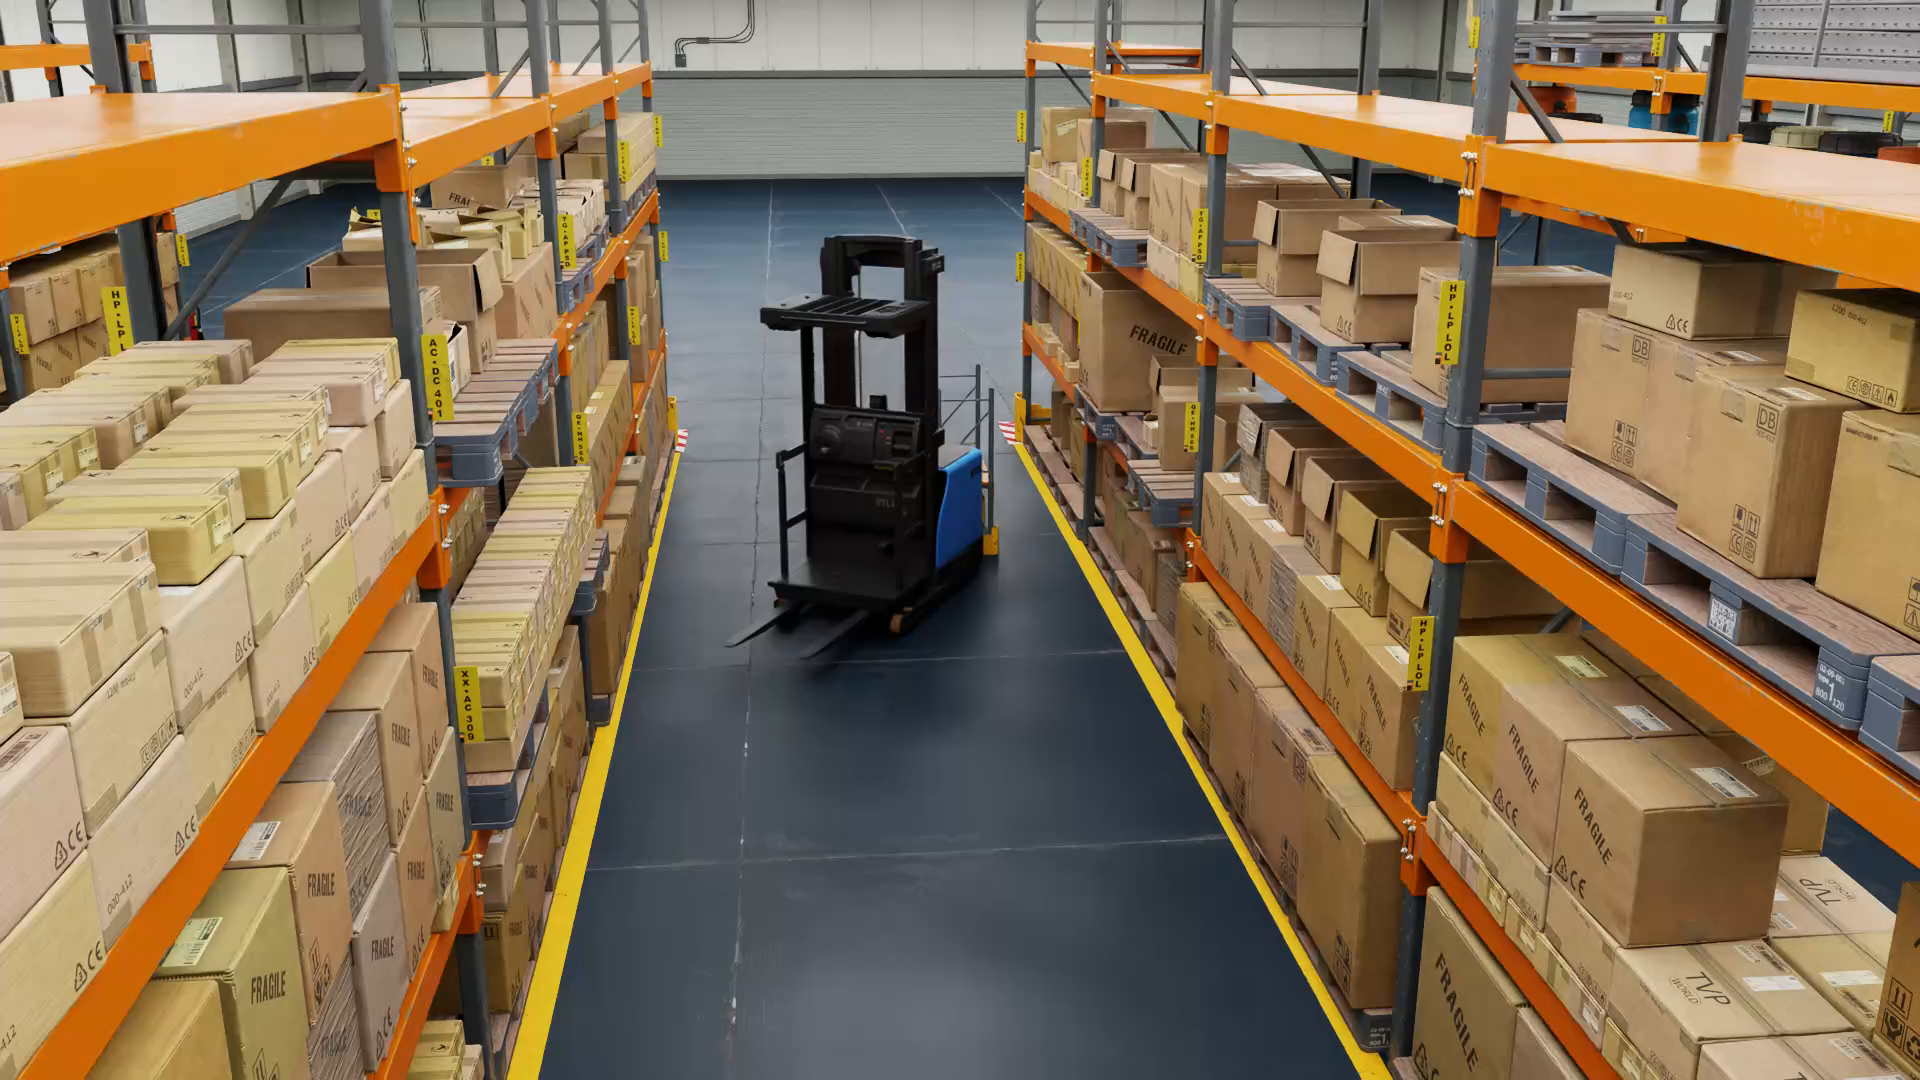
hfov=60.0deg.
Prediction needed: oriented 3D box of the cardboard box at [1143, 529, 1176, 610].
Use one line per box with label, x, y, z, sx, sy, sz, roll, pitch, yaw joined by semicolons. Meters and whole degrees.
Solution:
cardboard box;1.806;0.224;12.894;0.700;0.500;0.500;0;17;-1

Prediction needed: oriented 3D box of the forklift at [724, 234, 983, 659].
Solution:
forklift;-0.825;-0.805;12.847;1.130;2.935;3.031;7;19;21

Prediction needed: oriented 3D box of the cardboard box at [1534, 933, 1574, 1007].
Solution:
cardboard box;2.253;1.495;5.826;0.380;0.149;0.250;-2;18;-6

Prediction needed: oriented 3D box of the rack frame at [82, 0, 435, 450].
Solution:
rack frame;-2.501;-1.773;5.802;1.000;3.000;0.127;-2;18;-6

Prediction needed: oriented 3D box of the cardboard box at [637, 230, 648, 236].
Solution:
cardboard box;-3.739;-2.961;17.548;0.875;0.550;0.550;-2;18;-6

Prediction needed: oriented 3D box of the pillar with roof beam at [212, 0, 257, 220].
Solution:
pillar with roof beam;-12.607;-12.059;38.565;9.100;9.000;0.400;-2;18;-6

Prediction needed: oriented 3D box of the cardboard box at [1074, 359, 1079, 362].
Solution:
cardboard box;1.290;-1.653;15.855;0.380;0.149;0.250;-2;18;-6

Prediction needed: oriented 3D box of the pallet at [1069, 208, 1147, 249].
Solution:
pallet;1.576;-2.572;13.667;1.213;0.211;1.003;-2;18;-6

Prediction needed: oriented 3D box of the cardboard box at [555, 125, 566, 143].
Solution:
cardboard box;-3.810;-3.709;15.197;0.380;0.149;0.250;-2;18;-6

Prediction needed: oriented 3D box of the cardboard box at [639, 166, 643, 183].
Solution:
cardboard box;-3.182;-3.426;15.625;0.380;0.149;0.250;-2;17;-5

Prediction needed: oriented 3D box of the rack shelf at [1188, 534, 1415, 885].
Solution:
rack shelf;2.237;0.713;9.099;1.077;0.370;4.000;-2;18;-6

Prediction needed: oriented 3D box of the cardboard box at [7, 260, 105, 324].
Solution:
cardboard box;-8.125;-2.219;14.905;0.700;0.500;0.500;-2;18;-7

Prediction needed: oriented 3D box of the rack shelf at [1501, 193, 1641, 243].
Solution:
rack shelf;6.338;-3.254;16.729;1.077;0.370;4.000;-2;18;-6

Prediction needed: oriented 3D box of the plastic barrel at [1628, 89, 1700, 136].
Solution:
plastic barrel;6.548;-3.741;15.540;0.600;0.901;0.708;-2;18;-6

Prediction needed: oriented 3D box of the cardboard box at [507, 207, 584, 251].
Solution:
cardboard box;-2.821;-2.082;11.176;0.500;0.250;0.500;-1;17;-4

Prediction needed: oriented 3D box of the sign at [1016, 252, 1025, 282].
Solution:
sign;0.666;-3.006;18.298;0.100;0.325;0.005;-2;18;-6

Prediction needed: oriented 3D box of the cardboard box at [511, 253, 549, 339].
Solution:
cardboard box;-2.537;-1.271;9.042;0.500;0.500;0.500;-2;18;-6

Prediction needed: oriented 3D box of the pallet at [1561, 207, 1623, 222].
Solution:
pallet;6.373;-3.124;15.426;1.213;0.211;1.003;-2;18;-6

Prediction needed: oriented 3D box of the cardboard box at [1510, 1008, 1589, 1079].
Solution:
cardboard box;2.524;2.246;5.860;0.875;0.875;0.875;-2;18;-6

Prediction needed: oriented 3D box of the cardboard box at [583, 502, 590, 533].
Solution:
cardboard box;-2.380;-0.113;9.750;0.380;0.149;0.250;-1;17;-4

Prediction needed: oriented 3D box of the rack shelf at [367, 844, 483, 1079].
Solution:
rack shelf;-2.295;2.028;4.910;1.077;0.370;4.000;-2;18;-6

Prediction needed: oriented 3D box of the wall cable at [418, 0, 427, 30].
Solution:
wall cable;-13.805;-15.644;46.736;3.097;2.526;0.112;-2;18;-6

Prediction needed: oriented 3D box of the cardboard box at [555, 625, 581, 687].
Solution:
cardboard box;-2.582;0.727;10.073;0.500;0.250;0.500;-2;18;-7

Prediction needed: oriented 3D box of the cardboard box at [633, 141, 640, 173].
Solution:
cardboard box;-3.204;-3.499;15.192;0.500;0.250;0.500;-2;18;-6

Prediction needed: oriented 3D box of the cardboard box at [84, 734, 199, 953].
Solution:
cardboard box;-1.930;0.622;3.429;0.500;0.250;0.500;-1;17;-4

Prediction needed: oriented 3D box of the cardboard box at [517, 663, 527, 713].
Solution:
cardboard box;-2.113;0.658;7.296;0.380;0.149;0.250;-2;18;-7

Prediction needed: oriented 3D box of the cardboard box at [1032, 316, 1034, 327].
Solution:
cardboard box;0.998;-2.397;18.225;0.380;0.149;0.250;-2;18;-6

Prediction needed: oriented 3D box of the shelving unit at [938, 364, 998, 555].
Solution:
shelving unit;-0.008;-0.738;15.025;0.587;1.500;1.083;-2;18;-6

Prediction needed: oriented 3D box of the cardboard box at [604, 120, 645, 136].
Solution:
cardboard box;-3.236;-3.957;15.987;0.380;0.149;0.250;-2;18;-6

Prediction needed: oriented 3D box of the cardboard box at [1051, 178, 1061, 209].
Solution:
cardboard box;1.163;-3.361;16.119;0.500;0.250;0.500;-1;17;-4

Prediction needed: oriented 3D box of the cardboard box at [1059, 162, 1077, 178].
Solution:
cardboard box;1.176;-3.609;16.240;0.380;0.149;0.250;-2;18;-6

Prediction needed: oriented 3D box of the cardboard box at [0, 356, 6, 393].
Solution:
cardboard box;-7.963;-1.371;13.171;0.500;0.500;0.500;-2;18;-7

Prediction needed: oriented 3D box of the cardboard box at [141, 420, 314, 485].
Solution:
cardboard box;-2.038;-0.230;4.644;0.380;0.149;0.250;-2;18;-6

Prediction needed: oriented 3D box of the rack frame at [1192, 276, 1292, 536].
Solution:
rack frame;2.030;-0.226;10.889;1.000;3.000;0.127;-2;18;-6

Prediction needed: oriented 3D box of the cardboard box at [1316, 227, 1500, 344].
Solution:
cardboard box;2.262;-1.299;8.425;0.797;0.503;0.637;-2;18;-6

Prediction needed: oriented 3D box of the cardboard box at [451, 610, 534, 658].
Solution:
cardboard box;-2.143;0.434;7.513;0.380;0.149;0.250;-2;18;-5

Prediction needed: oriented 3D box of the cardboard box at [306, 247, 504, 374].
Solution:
cardboard box;-2.530;-1.056;7.652;0.797;0.503;0.637;-2;18;-6

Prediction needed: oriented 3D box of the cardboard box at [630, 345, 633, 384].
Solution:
cardboard box;-3.455;-1.639;15.139;0.875;0.550;0.550;-2;18;-6

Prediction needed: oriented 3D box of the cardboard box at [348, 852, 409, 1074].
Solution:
cardboard box;-2.068;1.338;5.245;0.500;0.500;0.500;-2;18;-6

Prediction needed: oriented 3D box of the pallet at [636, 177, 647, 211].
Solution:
pallet;-3.523;-3.290;15.789;1.003;0.211;1.213;-2;18;-6

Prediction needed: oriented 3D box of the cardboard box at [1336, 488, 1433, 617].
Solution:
cardboard box;2.310;0.045;8.185;0.797;0.503;0.637;-2;17;-5

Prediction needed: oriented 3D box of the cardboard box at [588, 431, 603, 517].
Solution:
cardboard box;-2.746;-0.444;11.417;0.500;0.500;0.500;-2;18;-6

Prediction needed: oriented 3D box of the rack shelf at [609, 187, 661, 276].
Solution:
rack shelf;-3.532;-2.978;15.849;1.077;0.370;4.000;-2;18;-6

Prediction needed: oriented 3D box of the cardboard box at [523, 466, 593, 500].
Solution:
cardboard box;-2.407;-0.335;9.962;0.380;0.149;0.250;-2;18;-8

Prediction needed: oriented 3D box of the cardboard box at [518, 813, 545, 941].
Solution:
cardboard box;-2.370;1.695;8.241;0.500;0.500;0.500;-1;17;-3

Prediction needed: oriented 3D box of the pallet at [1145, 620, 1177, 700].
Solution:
pallet;1.951;0.872;12.048;1.003;0.211;1.213;-2;18;-6

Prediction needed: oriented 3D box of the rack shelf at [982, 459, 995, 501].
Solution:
rack shelf;-0.009;-0.569;15.087;0.538;0.185;1.000;-2;18;-6

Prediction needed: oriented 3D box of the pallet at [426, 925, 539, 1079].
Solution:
pallet;-2.583;2.187;7.857;1.003;0.211;1.213;-2;18;-6

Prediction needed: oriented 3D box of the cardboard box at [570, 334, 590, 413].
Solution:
cardboard box;-3.111;-1.217;12.210;0.700;0.500;0.500;-2;18;-6

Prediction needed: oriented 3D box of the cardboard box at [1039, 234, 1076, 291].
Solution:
cardboard box;1.089;-2.806;16.773;0.500;0.500;0.500;-2;18;-6

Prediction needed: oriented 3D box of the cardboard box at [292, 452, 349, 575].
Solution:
cardboard box;-2.100;-0.069;4.797;0.500;0.250;0.500;-1;17;-3

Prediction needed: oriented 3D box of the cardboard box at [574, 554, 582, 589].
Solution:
cardboard box;-2.333;0.175;9.332;0.380;0.149;0.250;-2;18;-6

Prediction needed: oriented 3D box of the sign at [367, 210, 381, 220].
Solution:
sign;-3.466;-1.804;9.911;0.100;0.325;0.005;-2;18;-6

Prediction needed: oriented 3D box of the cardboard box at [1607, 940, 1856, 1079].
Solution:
cardboard box;2.379;1.493;5.167;0.500;0.250;0.500;-2;18;-6

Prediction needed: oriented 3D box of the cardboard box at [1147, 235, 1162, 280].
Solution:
cardboard box;1.624;-2.017;11.835;0.500;0.250;0.500;-1;17;-4

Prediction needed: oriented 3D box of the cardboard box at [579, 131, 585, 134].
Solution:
cardboard box;-3.891;-3.933;16.574;0.500;0.250;0.500;-2;18;-6
